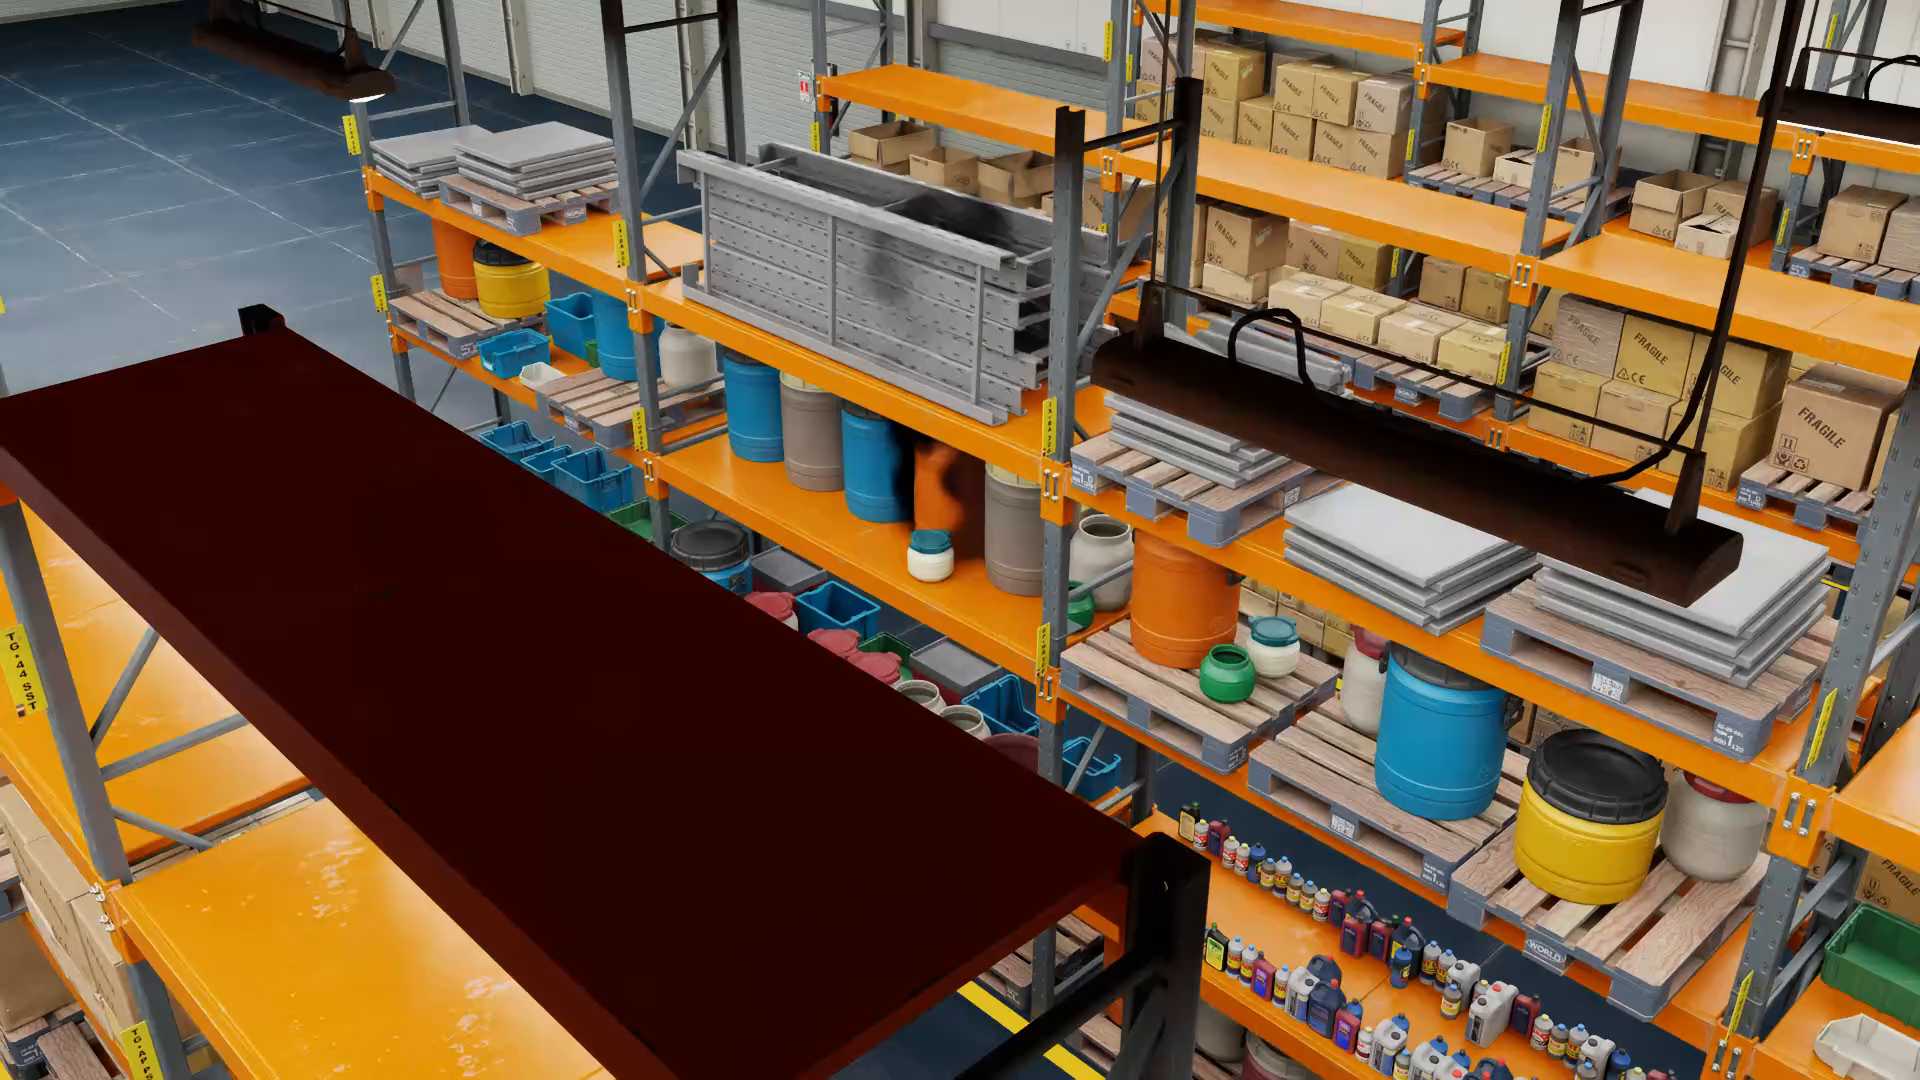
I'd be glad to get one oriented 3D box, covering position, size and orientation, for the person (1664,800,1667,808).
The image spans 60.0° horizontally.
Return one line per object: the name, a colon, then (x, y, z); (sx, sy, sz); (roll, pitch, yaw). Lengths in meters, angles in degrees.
person: (4.501, 2.299, 10.734); (0.731, 1.660, 0.542); (17, 33, 29)
